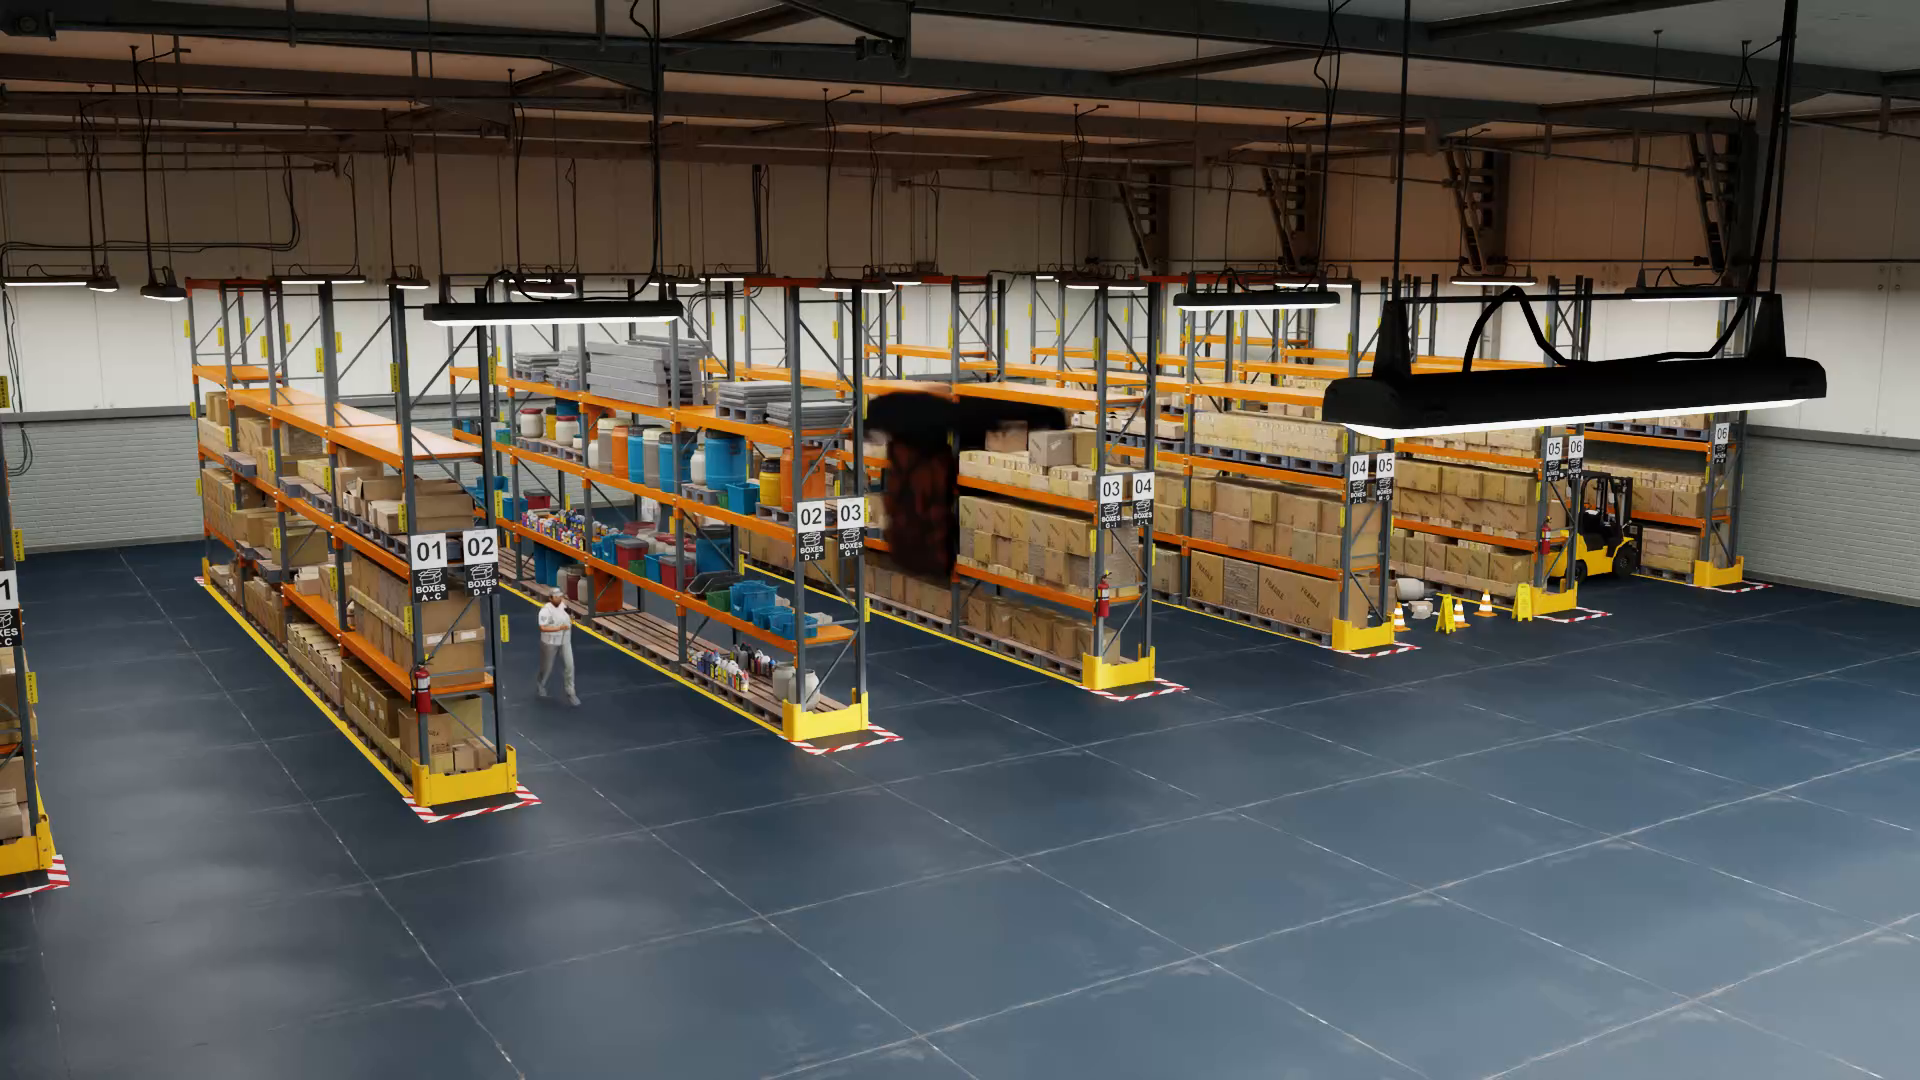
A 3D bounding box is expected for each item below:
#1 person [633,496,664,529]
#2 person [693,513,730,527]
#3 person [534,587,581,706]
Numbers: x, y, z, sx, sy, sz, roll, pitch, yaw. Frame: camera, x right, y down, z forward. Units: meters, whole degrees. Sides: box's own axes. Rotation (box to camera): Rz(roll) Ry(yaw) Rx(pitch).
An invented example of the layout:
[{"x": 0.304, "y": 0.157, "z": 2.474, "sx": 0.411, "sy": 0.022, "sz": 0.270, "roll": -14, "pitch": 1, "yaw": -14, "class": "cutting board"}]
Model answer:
[{"x": -6.694, "y": -0.567, "z": 36.107, "sx": 0.646, "sy": 1.779, "sz": 0.687, "roll": -5, "pitch": 11, "yaw": -28, "class": "person"}, {"x": -4.643, "y": -0.071, "z": 31.725, "sx": 0.683, "sy": 1.847, "sz": 0.720, "roll": -8, "pitch": 12, "yaw": -39, "class": "person"}, {"x": -5.854, "y": 1.501, "z": 23.964, "sx": 0.893, "sy": 1.690, "sz": 0.581, "roll": 9, "pitch": 13, "yaw": 43, "class": "person"}]
